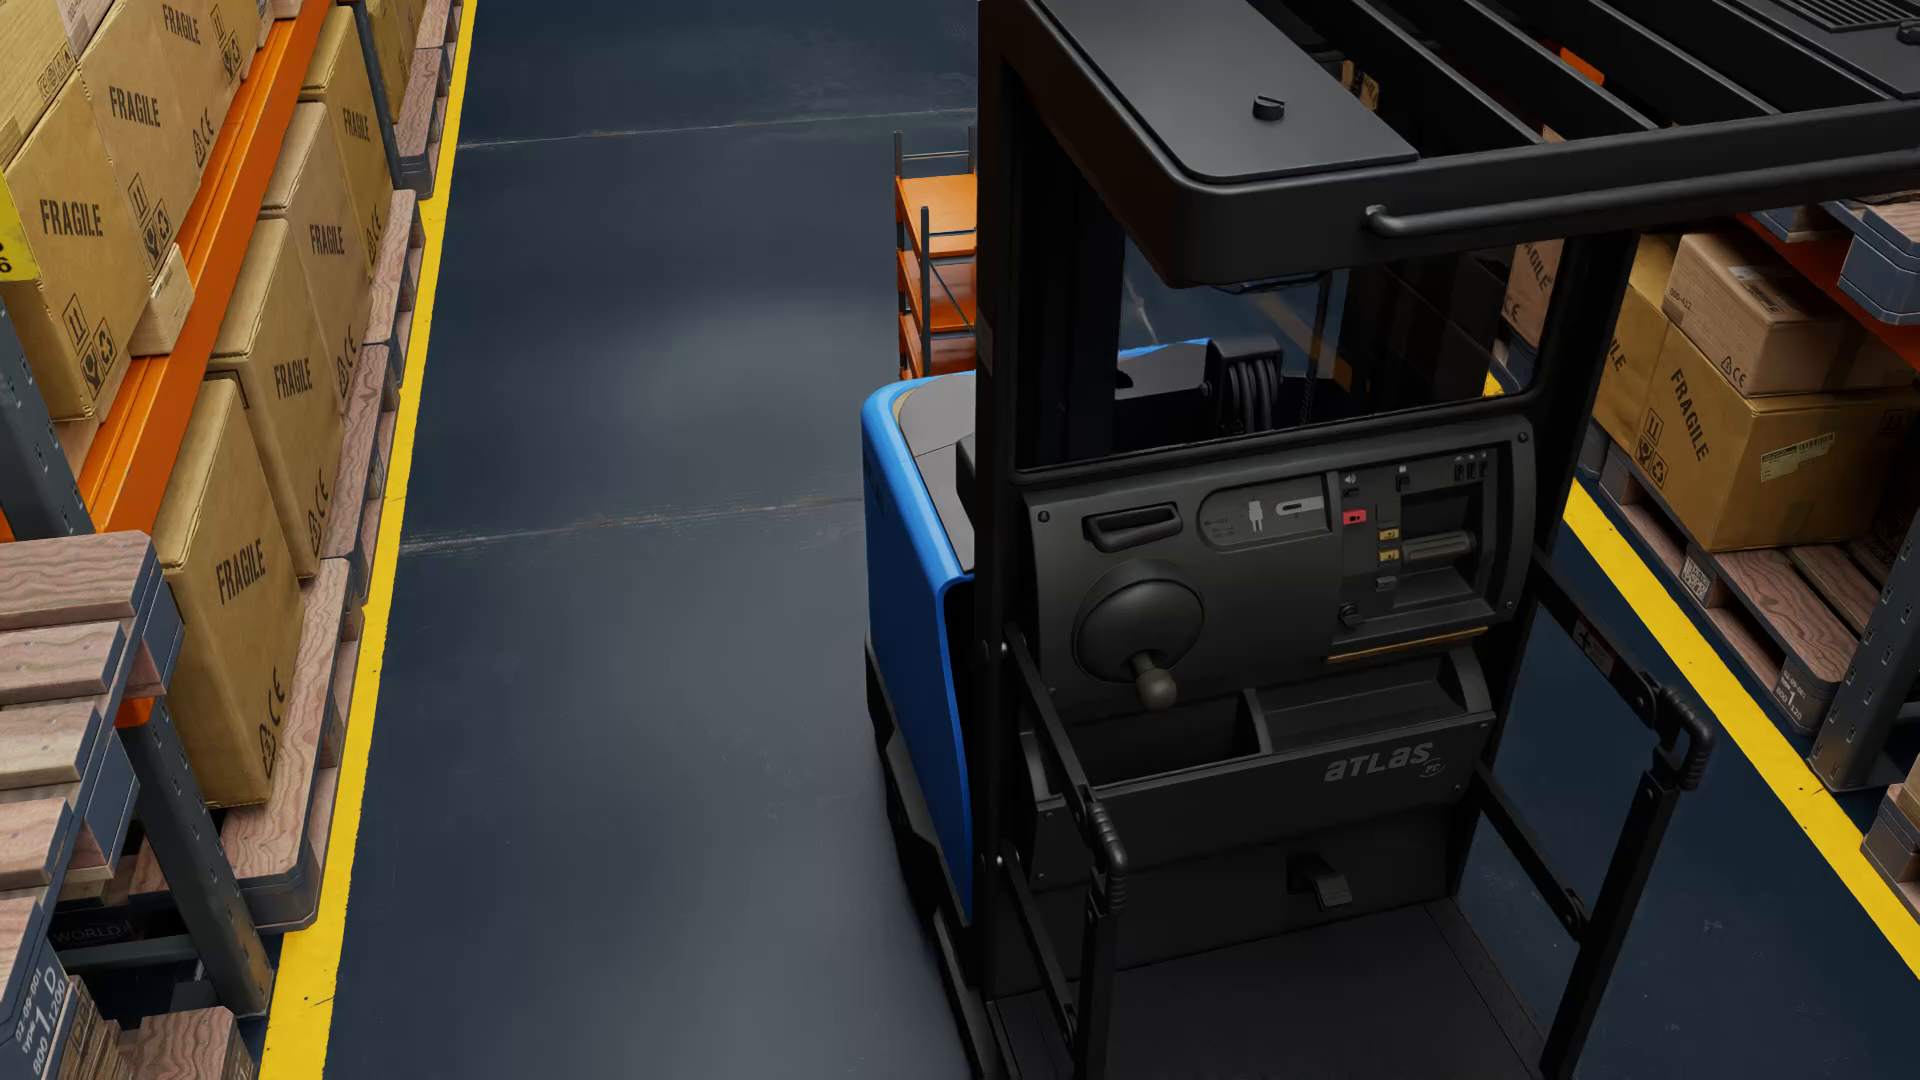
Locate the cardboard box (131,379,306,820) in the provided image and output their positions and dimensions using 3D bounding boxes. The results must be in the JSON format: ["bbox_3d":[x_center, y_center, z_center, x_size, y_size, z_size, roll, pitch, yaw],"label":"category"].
[{"bbox_3d":[-2.099,0.158,4.011,0.750,0.750,0.750,-7,38,-9],"label":"cardboard box"}]

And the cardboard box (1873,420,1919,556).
[{"bbox_3d":[2.979,-0.094,4.605,0.500,0.500,0.500,-5,38,-6],"label":"cardboard box"}]

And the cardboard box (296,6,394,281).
[{"bbox_3d":[-2.558,-1.421,6.044,0.750,0.750,0.750,-6,38,-7],"label":"cardboard box"}]

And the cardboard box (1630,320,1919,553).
[{"bbox_3d":[2.382,-0.328,4.906,0.500,0.500,0.500,-5,38,-6],"label":"cardboard box"}]

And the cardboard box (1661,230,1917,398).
[{"bbox_3d":[2.368,-0.657,4.719,0.500,0.250,0.500,-5,38,-6],"label":"cardboard box"}]

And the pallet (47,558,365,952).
[{"bbox_3d":[-2.163,0.550,4.369,1.003,0.211,1.213,-6,38,-8],"label":"pallet"}]

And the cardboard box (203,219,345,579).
[{"bbox_3d":[-2.246,-0.371,4.693,0.750,0.750,0.750,-6,38,-8],"label":"cardboard box"}]

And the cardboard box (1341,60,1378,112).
[{"bbox_3d":[1.921,-1.886,6.911,0.500,0.500,0.500,-8,39,-10],"label":"cardboard box"}]

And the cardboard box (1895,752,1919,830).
[{"bbox_3d":[2.580,0.666,3.846,0.500,0.250,0.500,-6,38,-8],"label":"cardboard box"}]

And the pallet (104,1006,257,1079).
[{"bbox_3d":[-1.963,1.507,3.138,1.003,0.211,1.213,-6,38,-8],"label":"pallet"}]

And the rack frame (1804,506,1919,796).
[{"bbox_3d":[2.778,-0.602,3.579,1.000,3.000,0.127,-6,38,-8],"label":"rack frame"}]

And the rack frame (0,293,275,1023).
[{"bbox_3d":[-2.099,-0.066,2.891,1.000,3.000,0.127,-6,38,-8],"label":"rack frame"}]

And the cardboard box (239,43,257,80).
[{"bbox_3d":[-2.283,-1.445,4.854,0.380,0.149,0.250,-7,38,-9],"label":"cardboard box"}]

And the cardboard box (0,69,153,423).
[{"bbox_3d":[-1.932,-0.552,3.176,0.500,0.500,0.500,-5,38,-7],"label":"cardboard box"}]

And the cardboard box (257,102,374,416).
[{"bbox_3d":[-2.399,-0.884,5.353,0.750,0.750,0.750,-5,38,-7],"label":"cardboard box"}]

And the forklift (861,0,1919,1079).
[{"bbox_3d":[0.627,0.113,2.715,1.130,2.935,3.031,-9,39,-12],"label":"forklift"}]

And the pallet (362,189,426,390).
[{"bbox_3d":[-2.591,-0.923,6.266,1.003,0.211,1.213,-6,38,-8],"label":"pallet"}]

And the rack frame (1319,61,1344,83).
[{"bbox_3d":[2.076,-3.018,6.689,1.000,3.000,0.127,-6,38,-8],"label":"rack frame"}]

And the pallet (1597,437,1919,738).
[{"bbox_3d":[2.684,0.045,5.021,1.003,0.211,1.213,-6,38,-8],"label":"pallet"}]

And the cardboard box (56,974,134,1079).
[{"bbox_3d":[-1.921,1.176,2.970,0.700,0.500,0.500,-6,38,-7],"label":"cardboard box"}]

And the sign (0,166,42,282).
[{"bbox_3d":[-1.566,-0.556,2.642,0.100,0.325,0.005,-6,38,-8],"label":"sign"}]

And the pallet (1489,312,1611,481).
[{"bbox_3d":[2.473,-0.691,5.967,1.003,0.211,1.213,-6,38,-8],"label":"pallet"}]

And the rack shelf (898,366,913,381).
[{"bbox_3d":[-0.029,-0.364,5.174,0.258,0.148,0.480,-6,38,-8],"label":"rack shelf"}]

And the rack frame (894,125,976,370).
[{"bbox_3d":[-0.072,-0.721,5.200,0.240,1.200,0.015,-6,38,-8],"label":"rack frame"}]

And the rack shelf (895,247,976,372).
[{"bbox_3d":[-0.029,-0.697,4.915,0.258,0.148,0.480,-6,38,-8],"label":"rack shelf"}]

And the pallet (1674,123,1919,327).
[{"bbox_3d":[2.590,-0.928,4.155,1.213,0.211,1.003,-6,38,-8],"label":"pallet"}]

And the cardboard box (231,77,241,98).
[{"bbox_3d":[-2.247,-1.284,4.646,0.380,0.149,0.250,-5,38,-7],"label":"cardboard box"}]

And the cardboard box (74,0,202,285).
[{"bbox_3d":[-2.015,-0.870,3.584,0.500,0.500,0.500,-5,38,-6],"label":"cardboard box"}]

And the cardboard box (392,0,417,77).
[{"bbox_3d":[-2.915,-2.428,7.625,0.700,0.500,0.500,-7,38,-8],"label":"cardboard box"}]

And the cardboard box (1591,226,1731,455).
[{"bbox_3d":[2.292,-0.640,5.308,0.500,0.500,0.500,-8,38,-10],"label":"cardboard box"}]

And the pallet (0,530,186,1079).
[{"bbox_3d":[-1.869,0.428,2.410,1.213,0.211,1.003,-6,38,-8],"label":"pallet"}]

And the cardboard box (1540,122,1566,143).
[{"bbox_3d":[2.185,-1.275,5.514,0.500,0.250,0.500,-7,38,-9],"label":"cardboard box"}]

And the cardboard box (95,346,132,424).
[{"bbox_3d":[-1.964,-0.352,3.447,0.380,0.149,0.250,-6,38,-7],"label":"cardboard box"}]

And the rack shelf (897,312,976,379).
[{"bbox_3d":[-0.029,-0.521,5.052,0.258,0.148,0.480,-6,38,-8],"label":"rack shelf"}]

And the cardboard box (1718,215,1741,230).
[{"bbox_3d":[2.702,-1.028,5.807,0.500,0.500,0.500,-7,38,-9],"label":"cardboard box"}]

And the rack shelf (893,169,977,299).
[{"bbox_3d":[-0.029,-0.884,4.769,0.258,0.148,0.480,-6,38,-8],"label":"rack shelf"}]

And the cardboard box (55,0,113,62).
[{"bbox_3d":[-2.020,-1.154,3.339,0.500,0.250,0.500,-7,38,-9],"label":"cardboard box"}]

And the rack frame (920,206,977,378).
[{"bbox_3d":[0.014,-0.426,4.821,0.240,1.200,0.015,-6,38,-8],"label":"rack frame"}]

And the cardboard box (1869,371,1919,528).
[{"bbox_3d":[2.882,-0.409,5.011,0.500,0.500,0.500,-8,38,-10],"label":"cardboard box"}]

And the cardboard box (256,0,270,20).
[{"bbox_3d":[-2.292,-1.784,4.761,0.500,0.500,0.500,-6,38,-8],"label":"cardboard box"}]

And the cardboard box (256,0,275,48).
[{"bbox_3d":[-2.312,-1.598,5.051,0.380,0.149,0.250,-6,38,-8],"label":"cardboard box"}]

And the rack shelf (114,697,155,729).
[{"bbox_3d":[-1.748,1.426,1.556,1.077,0.370,4.000,-6,38,-8],"label":"rack shelf"}]

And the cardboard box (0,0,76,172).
[{"bbox_3d":[-1.930,-0.847,2.944,0.500,0.250,0.500,-5,38,-7],"label":"cardboard box"}]

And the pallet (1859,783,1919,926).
[{"bbox_3d":[2.883,1.001,3.789,1.003,0.211,1.213,-6,38,-8],"label":"pallet"}]

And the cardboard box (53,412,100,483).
[{"bbox_3d":[-1.928,-0.199,3.250,0.380,0.149,0.250,-7,38,-9],"label":"cardboard box"}]

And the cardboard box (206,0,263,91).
[{"bbox_3d":[-2.200,-1.483,4.374,0.500,0.500,0.500,-5,38,-7],"label":"cardboard box"}]

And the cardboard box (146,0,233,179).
[{"bbox_3d":[-2.101,-1.169,3.970,0.500,0.500,0.500,-6,38,-8],"label":"cardboard box"}]

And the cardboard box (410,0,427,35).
[{"bbox_3d":[-3.003,-2.738,8.024,0.700,0.500,0.500,-5,38,-7],"label":"cardboard box"}]

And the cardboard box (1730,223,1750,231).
[{"bbox_3d":[2.799,-0.713,5.402,0.500,0.500,0.500,-7,38,-9],"label":"cardboard box"}]

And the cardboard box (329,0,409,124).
[{"bbox_3d":[-2.830,-2.124,7.234,0.700,0.500,0.500,-6,38,-7],"label":"cardboard box"}]

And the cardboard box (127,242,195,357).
[{"bbox_3d":[-1.927,-0.522,3.665,0.380,0.149,0.250,-5,38,-7],"label":"cardboard box"}]

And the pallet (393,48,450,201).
[{"bbox_3d":[-2.856,-1.849,7.458,1.003,0.211,1.213,-6,38,-8],"label":"pallet"}]

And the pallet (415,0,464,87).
[{"bbox_3d":[-3.074,-2.587,8.408,1.003,0.211,1.213,-6,38,-8],"label":"pallet"}]

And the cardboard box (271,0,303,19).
[{"bbox_3d":[-2.289,-1.753,5.250,0.380,0.149,0.250,-6,38,-8],"label":"cardboard box"}]

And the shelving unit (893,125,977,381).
[{"bbox_3d":[-0.029,-0.574,5.011,0.258,1.200,0.503,-6,38,-8],"label":"shelving unit"}]

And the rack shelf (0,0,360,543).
[{"bbox_3d":[-2.449,-0.990,4.666,1.077,0.370,4.000,-6,38,-8],"label":"rack shelf"}]

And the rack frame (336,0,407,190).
[{"bbox_3d":[-2.800,-2.482,6.000,1.000,3.000,0.127,-6,38,-8],"label":"rack frame"}]

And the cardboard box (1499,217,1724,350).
[{"bbox_3d":[2.194,-0.957,5.715,0.500,0.500,0.500,-8,38,-10],"label":"cardboard box"}]

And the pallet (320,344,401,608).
[{"bbox_3d":[-2.373,-0.185,5.316,1.003,0.211,1.213,-6,38,-8],"label":"pallet"}]
